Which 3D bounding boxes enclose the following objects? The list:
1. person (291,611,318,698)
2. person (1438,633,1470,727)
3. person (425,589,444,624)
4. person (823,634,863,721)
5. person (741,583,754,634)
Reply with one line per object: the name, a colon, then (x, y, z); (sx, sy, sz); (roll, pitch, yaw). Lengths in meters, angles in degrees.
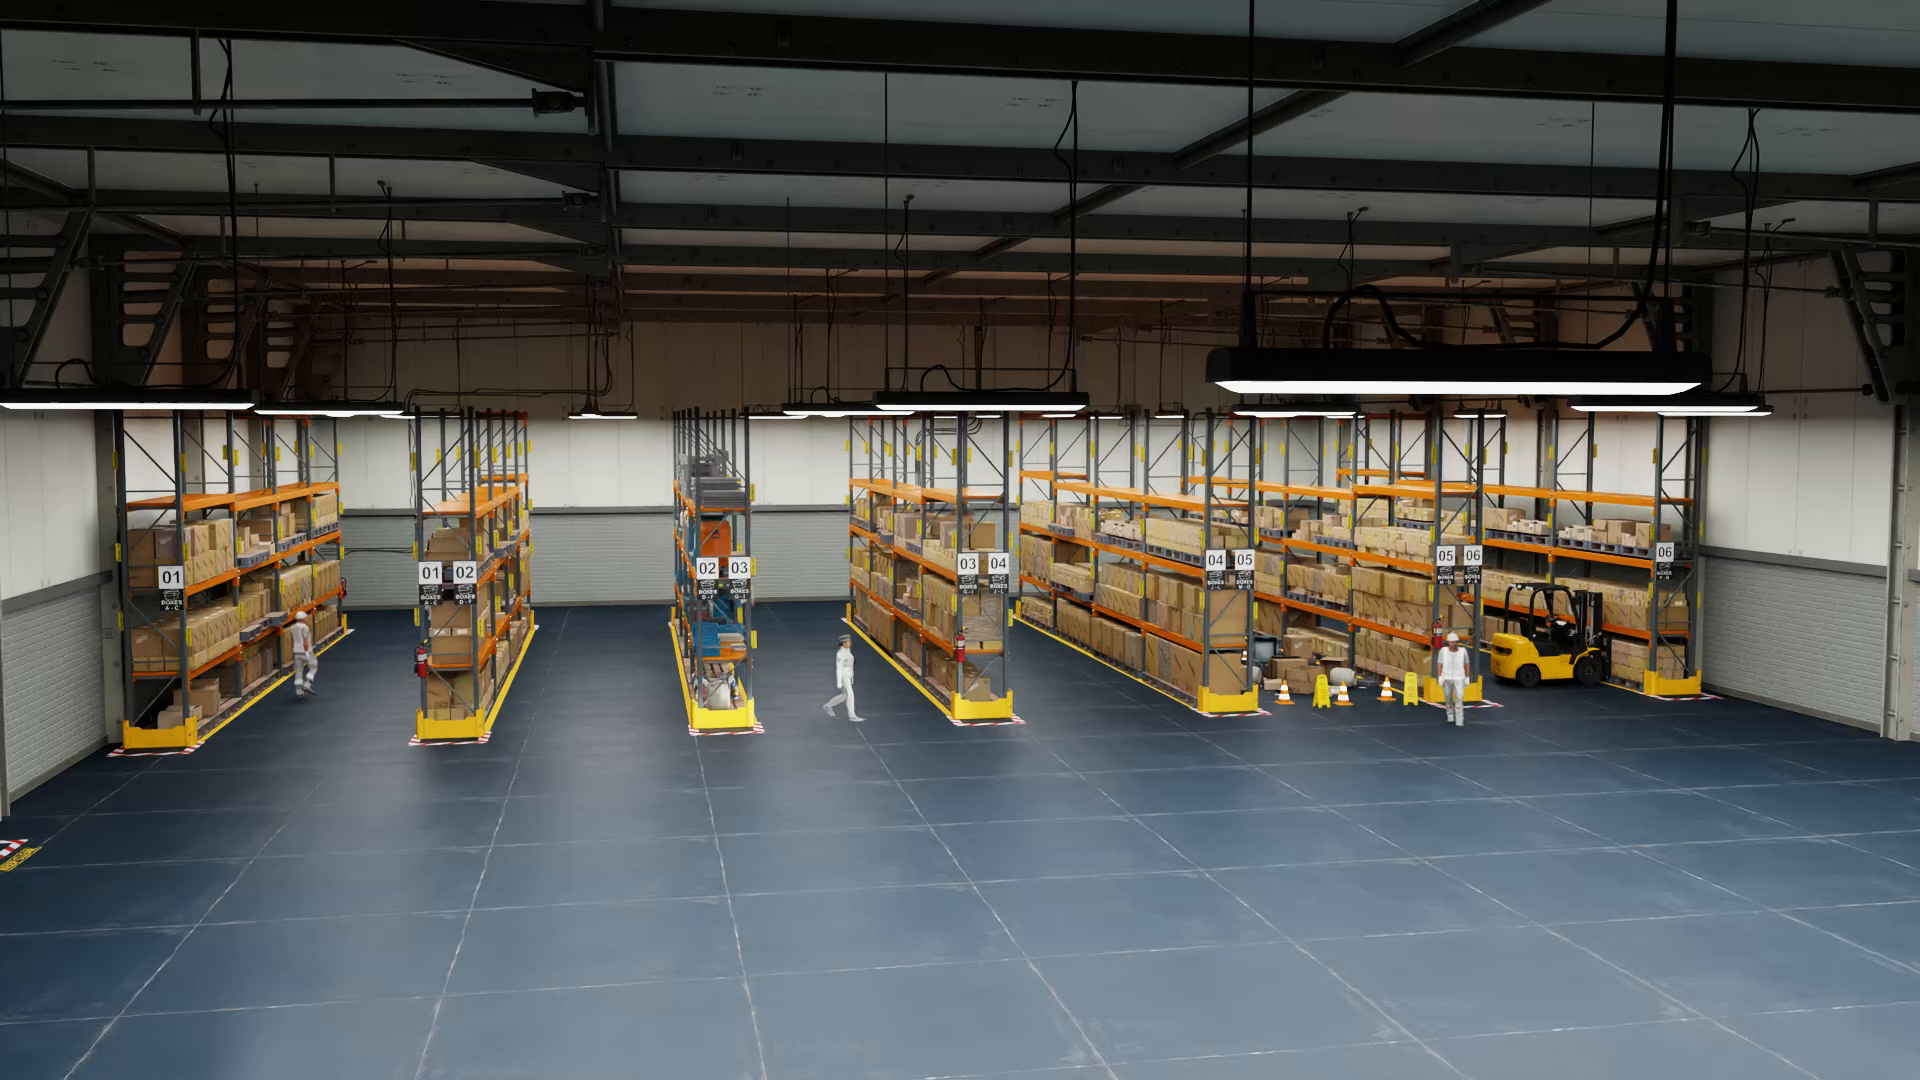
person: (-13.678, 2.362, 34.553); (0.540, 1.771, 0.493); (0, 4, 5)
person: (9.244, 2.608, 31.185); (0.577, 1.728, 1.035); (2, 4, 23)
person: (-13.563, 1.829, 43.082); (0.690, 1.683, 0.666); (0, 4, -1)
person: (-2.234, 2.620, 31.881); (0.859, 1.644, 0.529); (1, 4, 15)
person: (-5.857, 1.654, 44.901); (0.587, 1.715, 1.079); (-1, 4, -19)
